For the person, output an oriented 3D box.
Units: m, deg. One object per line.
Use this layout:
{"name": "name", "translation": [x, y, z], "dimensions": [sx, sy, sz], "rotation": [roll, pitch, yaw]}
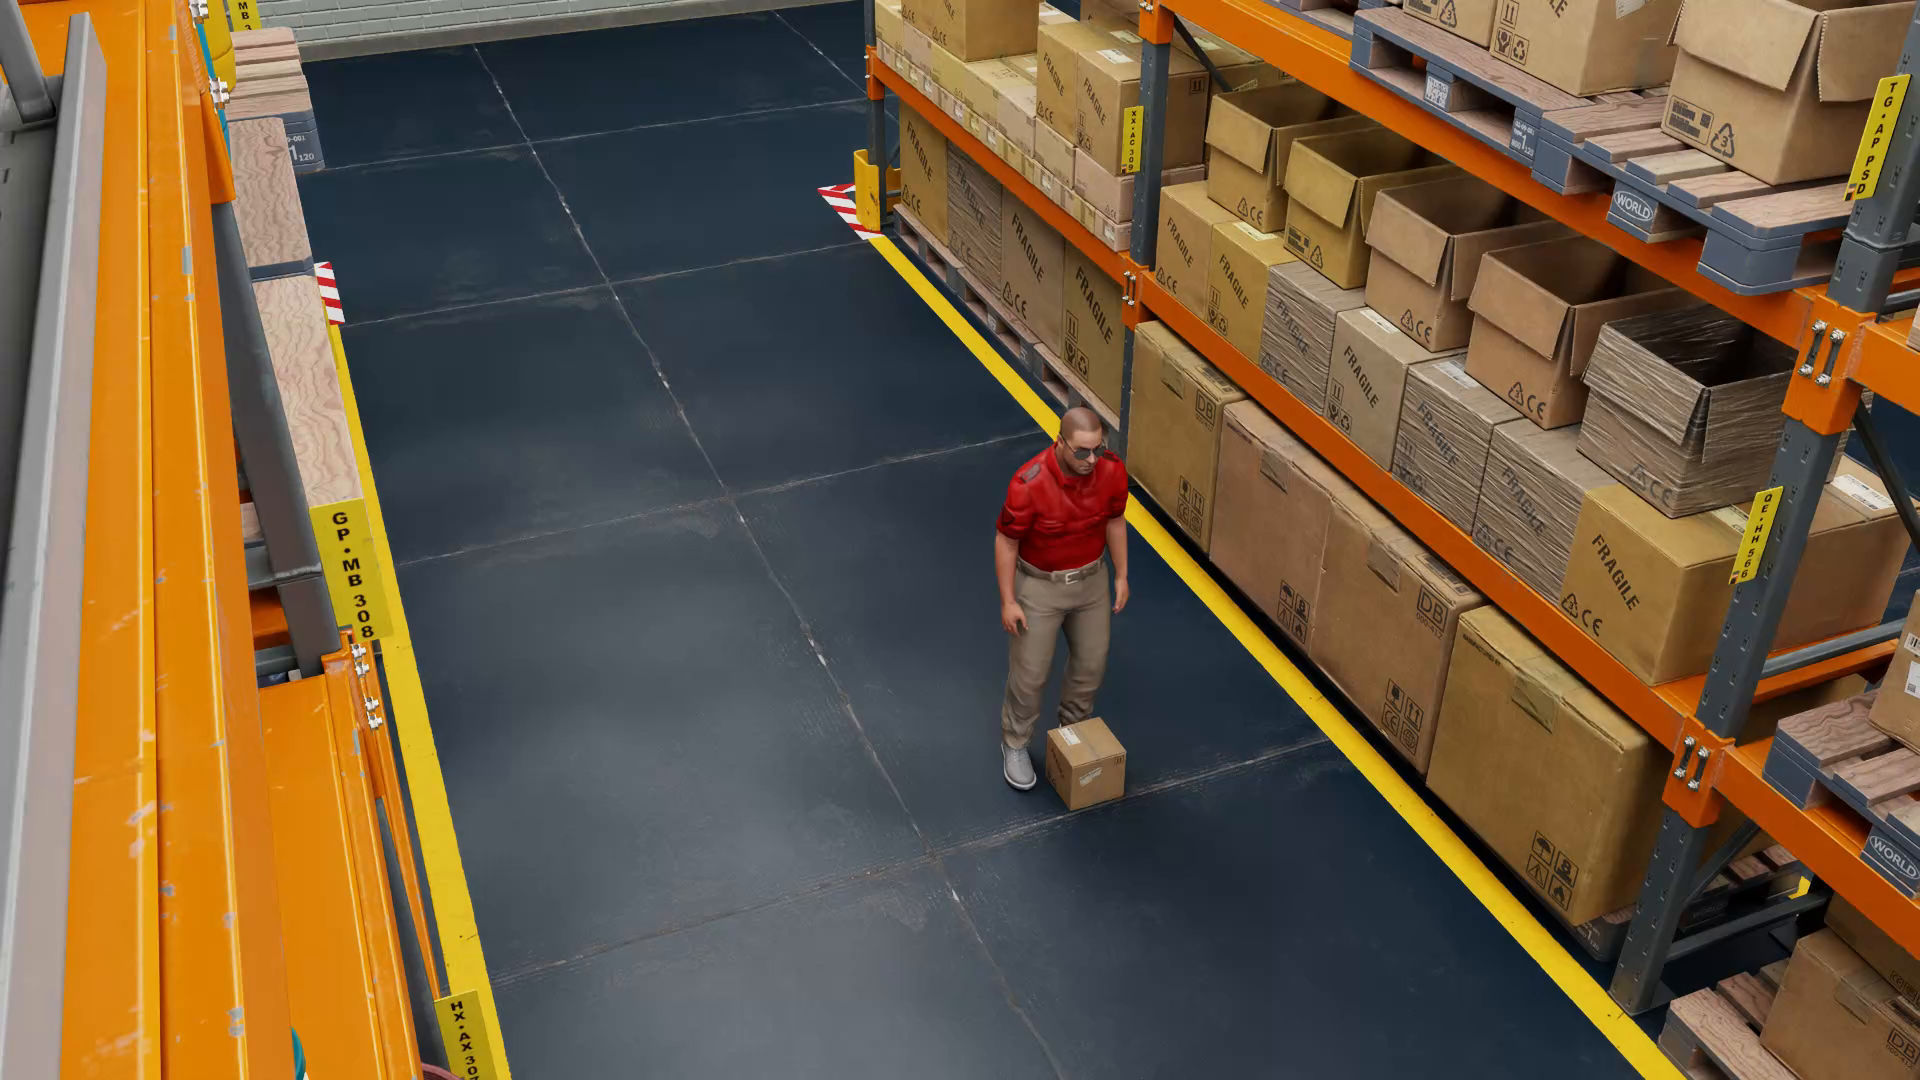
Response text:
{"name": "person", "translation": [0.425, 0.205, 6.839], "dimensions": [0.586, 1.727, 0.393], "rotation": [-13, 35, -18]}
